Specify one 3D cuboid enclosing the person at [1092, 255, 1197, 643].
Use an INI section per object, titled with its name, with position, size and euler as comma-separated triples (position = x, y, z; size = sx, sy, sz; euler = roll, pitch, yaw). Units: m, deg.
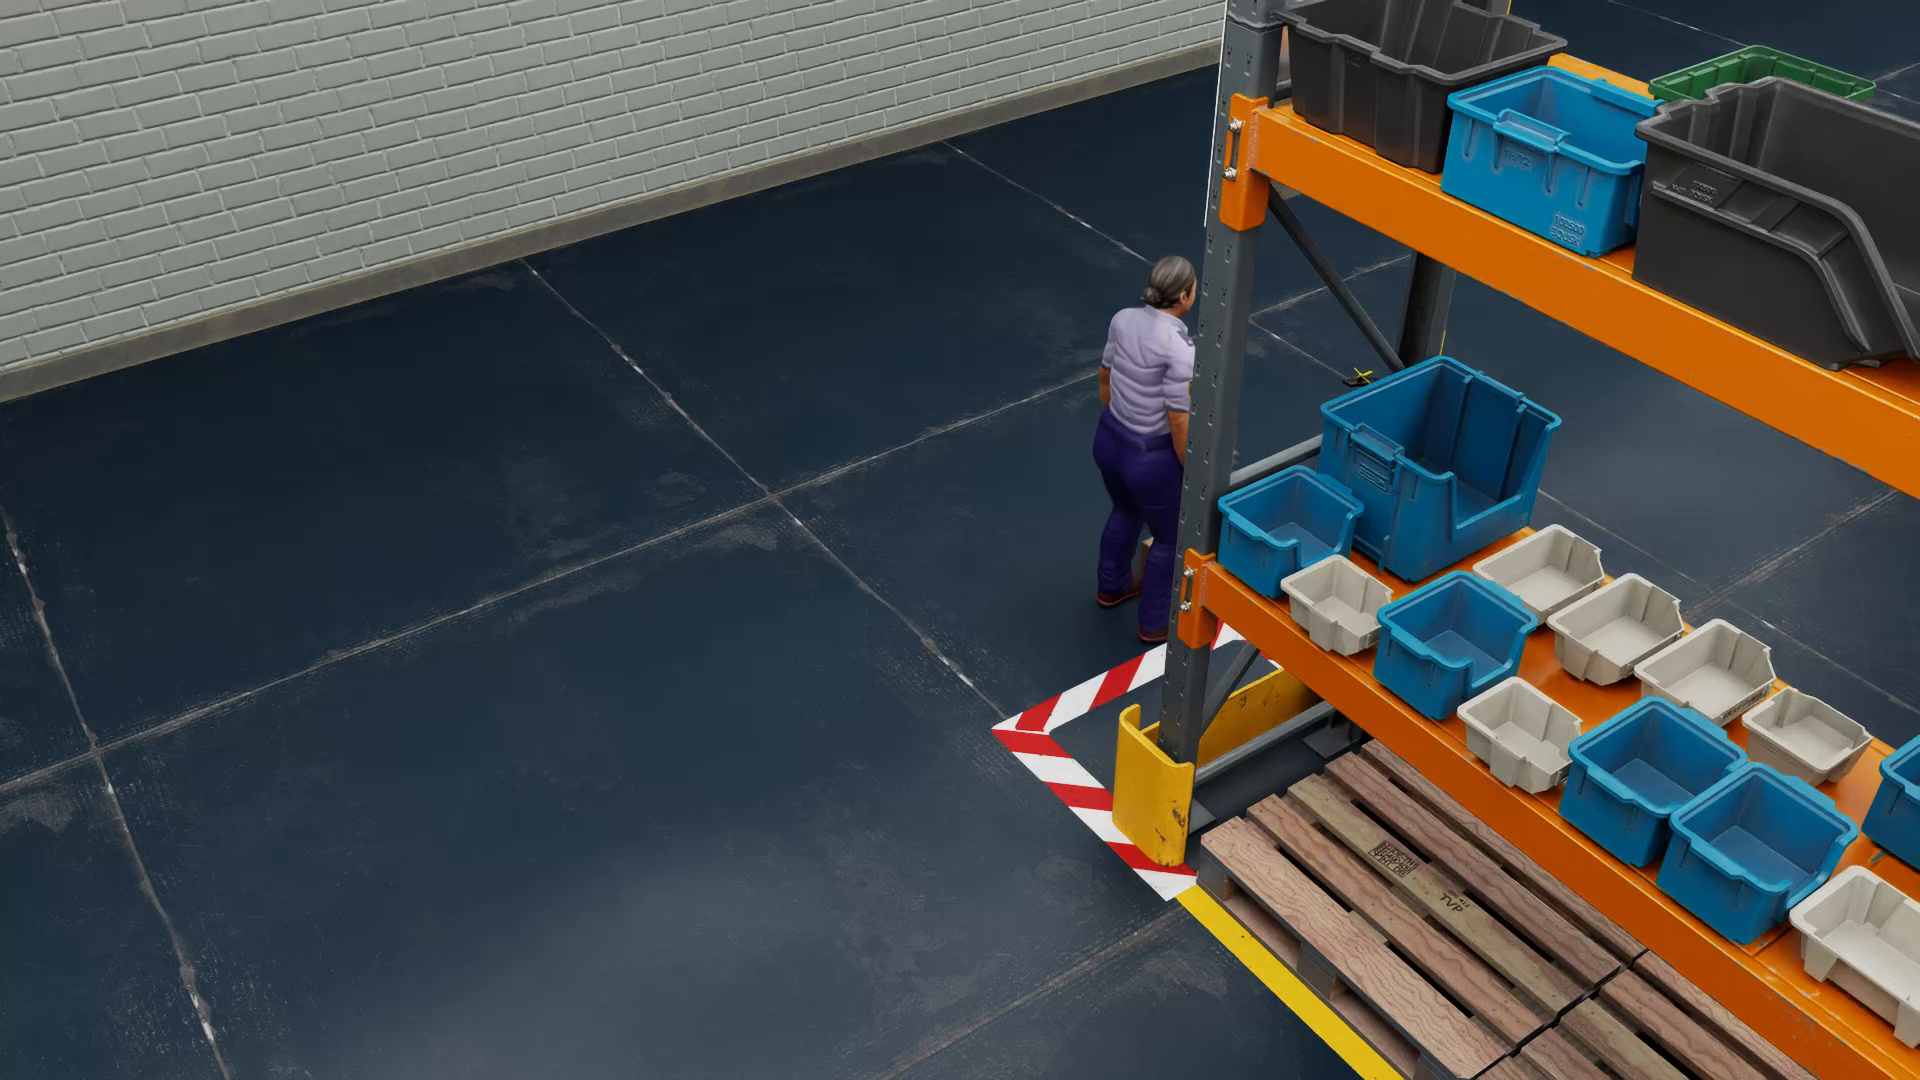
[person]
position = 0.758, -0.352, 6.631
size = 0.372, 1.651, 0.544
euler = -22, 42, -27
